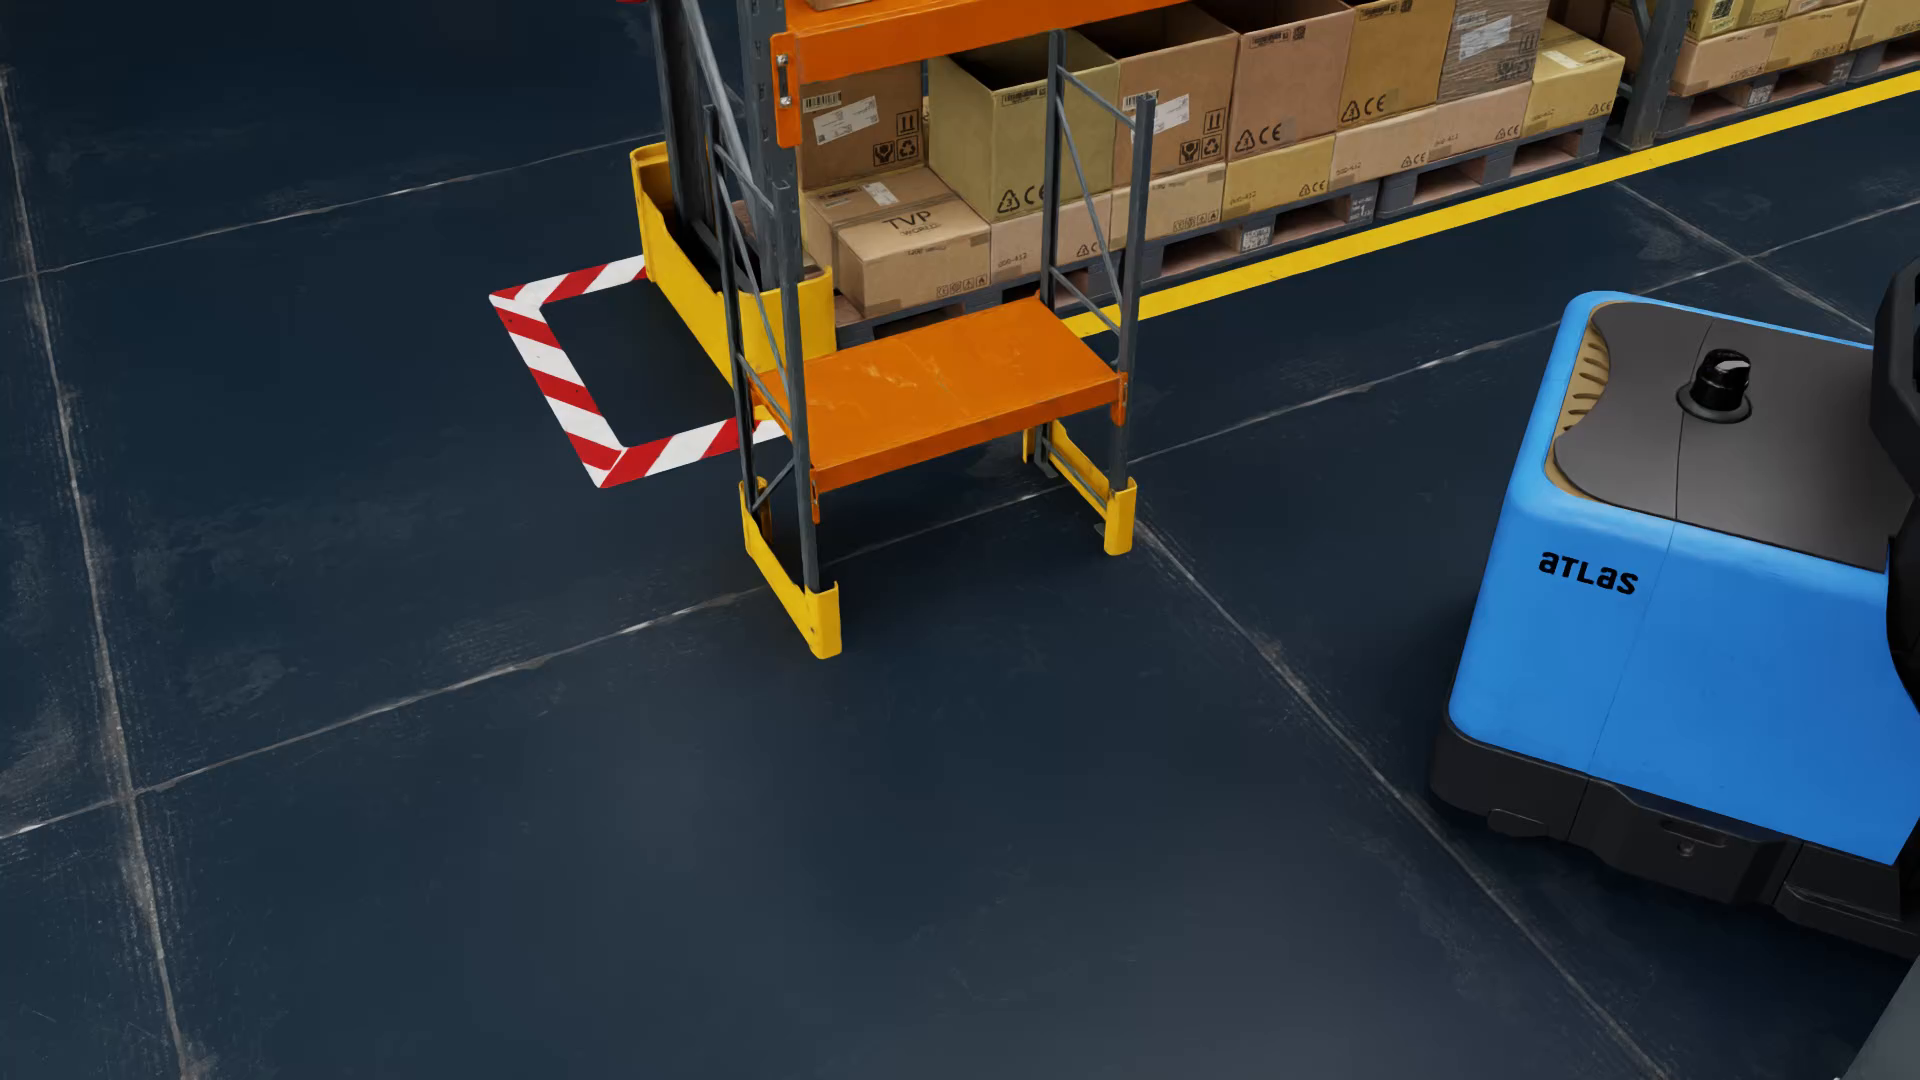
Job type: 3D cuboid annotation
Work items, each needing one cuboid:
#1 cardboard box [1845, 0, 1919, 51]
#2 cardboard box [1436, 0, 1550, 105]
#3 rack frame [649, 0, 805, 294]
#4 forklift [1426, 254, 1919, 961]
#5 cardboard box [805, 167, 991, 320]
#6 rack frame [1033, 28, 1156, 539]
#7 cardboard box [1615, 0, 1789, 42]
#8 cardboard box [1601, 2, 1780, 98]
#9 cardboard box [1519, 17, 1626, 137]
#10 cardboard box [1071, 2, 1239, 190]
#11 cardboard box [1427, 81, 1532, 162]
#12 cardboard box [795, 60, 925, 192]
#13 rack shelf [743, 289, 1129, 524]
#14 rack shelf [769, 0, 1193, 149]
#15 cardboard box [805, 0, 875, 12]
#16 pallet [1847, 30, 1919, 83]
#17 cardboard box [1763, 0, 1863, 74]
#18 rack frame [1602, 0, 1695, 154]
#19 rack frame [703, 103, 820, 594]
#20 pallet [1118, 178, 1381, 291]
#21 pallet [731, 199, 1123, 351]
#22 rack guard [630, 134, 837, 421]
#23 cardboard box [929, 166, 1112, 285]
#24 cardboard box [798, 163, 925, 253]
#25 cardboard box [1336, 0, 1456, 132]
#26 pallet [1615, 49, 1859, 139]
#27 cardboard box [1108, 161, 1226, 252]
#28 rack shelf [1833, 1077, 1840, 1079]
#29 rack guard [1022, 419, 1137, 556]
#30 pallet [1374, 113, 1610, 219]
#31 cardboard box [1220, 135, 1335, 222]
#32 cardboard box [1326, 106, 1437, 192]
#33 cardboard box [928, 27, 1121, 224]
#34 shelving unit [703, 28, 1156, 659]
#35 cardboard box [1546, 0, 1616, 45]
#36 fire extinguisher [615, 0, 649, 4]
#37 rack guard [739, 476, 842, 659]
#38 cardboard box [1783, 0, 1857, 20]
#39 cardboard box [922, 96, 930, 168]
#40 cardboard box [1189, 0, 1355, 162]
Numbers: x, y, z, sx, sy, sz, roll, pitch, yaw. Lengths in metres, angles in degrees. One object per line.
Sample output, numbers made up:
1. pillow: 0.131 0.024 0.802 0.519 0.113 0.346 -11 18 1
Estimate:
1. cardboard box: 4.128 -2.526 7.716 0.500 0.250 0.500 -20 44 -22
2. cardboard box: 1.985 -2.120 6.655 0.500 0.500 0.500 -19 44 -21
3. rack frame: -0.804 -1.935 5.214 0.127 3.000 1.000 -19 44 -21
4. forklift: 2.794 -0.302 3.338 3.031 2.935 1.130 16 43 18
5. cardboard box: -0.225 -1.079 6.006 0.500 0.250 0.500 -19 44 -21
6. rack frame: 0.375 -0.699 4.915 0.032 1.500 0.500 -19 44 -21
7. cardboard box: 3.226 -2.434 7.173 0.500 0.311 0.500 -18 44 -20
8. cardboard box: 3.216 -2.218 7.352 0.500 0.250 0.500 -20 44 -22
9. cardboard box: 2.434 -1.976 7.066 0.500 0.250 0.500 -19 44 -21
10. cardboard box: 0.655 -1.672 6.126 0.500 0.500 0.500 -19 44 -21
11. cardboard box: 1.986 -1.833 6.896 0.500 0.250 0.500 -19 44 -21
12. cardboard box: -0.465 -1.663 6.115 0.500 0.500 0.500 -19 44 -21
13. rack shelf: -0.076 -0.410 4.852 1.000 0.185 0.538 -19 44 -21
14. rack shelf: 0.970 -2.257 6.152 4.000 0.370 1.077 -19 44 -21
15. cardboard box: -0.384 -2.105 5.338 0.500 0.500 0.700 -19 44 -21
16. pallet: 4.463 -2.674 8.245 1.213 0.211 1.003 -19 44 -21
17. cardboard box: 3.670 -2.370 7.531 0.500 0.250 0.500 -18 43 -20
18. rack frame: 2.744 -3.129 6.625 0.127 3.000 1.000 -19 44 -21
19. rack frame: -0.527 -0.395 4.556 0.032 1.500 0.500 -19 44 -21
20. pallet: 0.936 -1.485 6.840 1.213 0.211 1.003 -19 44 -21
21. pallet: -0.145 -1.123 6.413 1.213 0.211 1.003 -19 44 -21
22. rack guard: -0.825 -0.974 6.014 0.348 0.500 1.175 -19 44 -21
23. cardboard box: 0.217 -1.230 6.184 0.500 0.250 0.500 -19 44 -21
24. cardboard box: -0.464 -1.375 6.356 0.500 0.250 0.500 -19 44 -21
25. cardboard box: 1.543 -1.968 6.476 0.500 0.500 0.500 -19 44 -21
26. pallet: 3.379 -2.307 7.812 1.213 0.211 1.003 -19 44 -21
27. cardboard box: 0.660 -1.379 6.360 0.500 0.250 0.500 -19 44 -21
28. rack shelf: 3.255 0.582 2.798 4.000 0.370 1.077 -19 44 -21
29. rack guard: 0.374 -0.221 5.318 0.087 0.250 0.587 -19 44 -21
30. pallet: 2.019 -1.851 7.274 1.213 0.211 1.003 -19 44 -21
31. cardboard box: 1.106 -1.525 6.533 0.500 0.250 0.500 -19 44 -21
32. cardboard box: 1.549 -1.675 6.710 0.500 0.250 0.500 -19 44 -21
33. cardboard box: 0.217 -1.515 5.941 0.500 0.500 0.500 -19 44 -21
34. shelving unit: -0.068 -0.550 4.739 1.083 1.500 0.587 -19 44 -21
35. cardboard box: 2.978 -2.530 7.720 0.500 0.250 0.500 -19 44 -21
36. fire extinguisher: -1.123 -2.137 5.512 0.183 0.674 0.296 -19 44 -21
37. rack guard: -0.509 0.076 4.967 0.087 0.250 0.587 -19 44 -21
38. cardboard box: 3.672 -2.581 7.346 0.500 0.311 0.500 -19 44 -21
39. cardboard box: -0.027 -1.531 6.541 0.500 0.250 0.500 -19 44 -21
40. cardboard box: 1.106 -1.811 6.290 0.500 0.500 0.500 -19 44 -21
